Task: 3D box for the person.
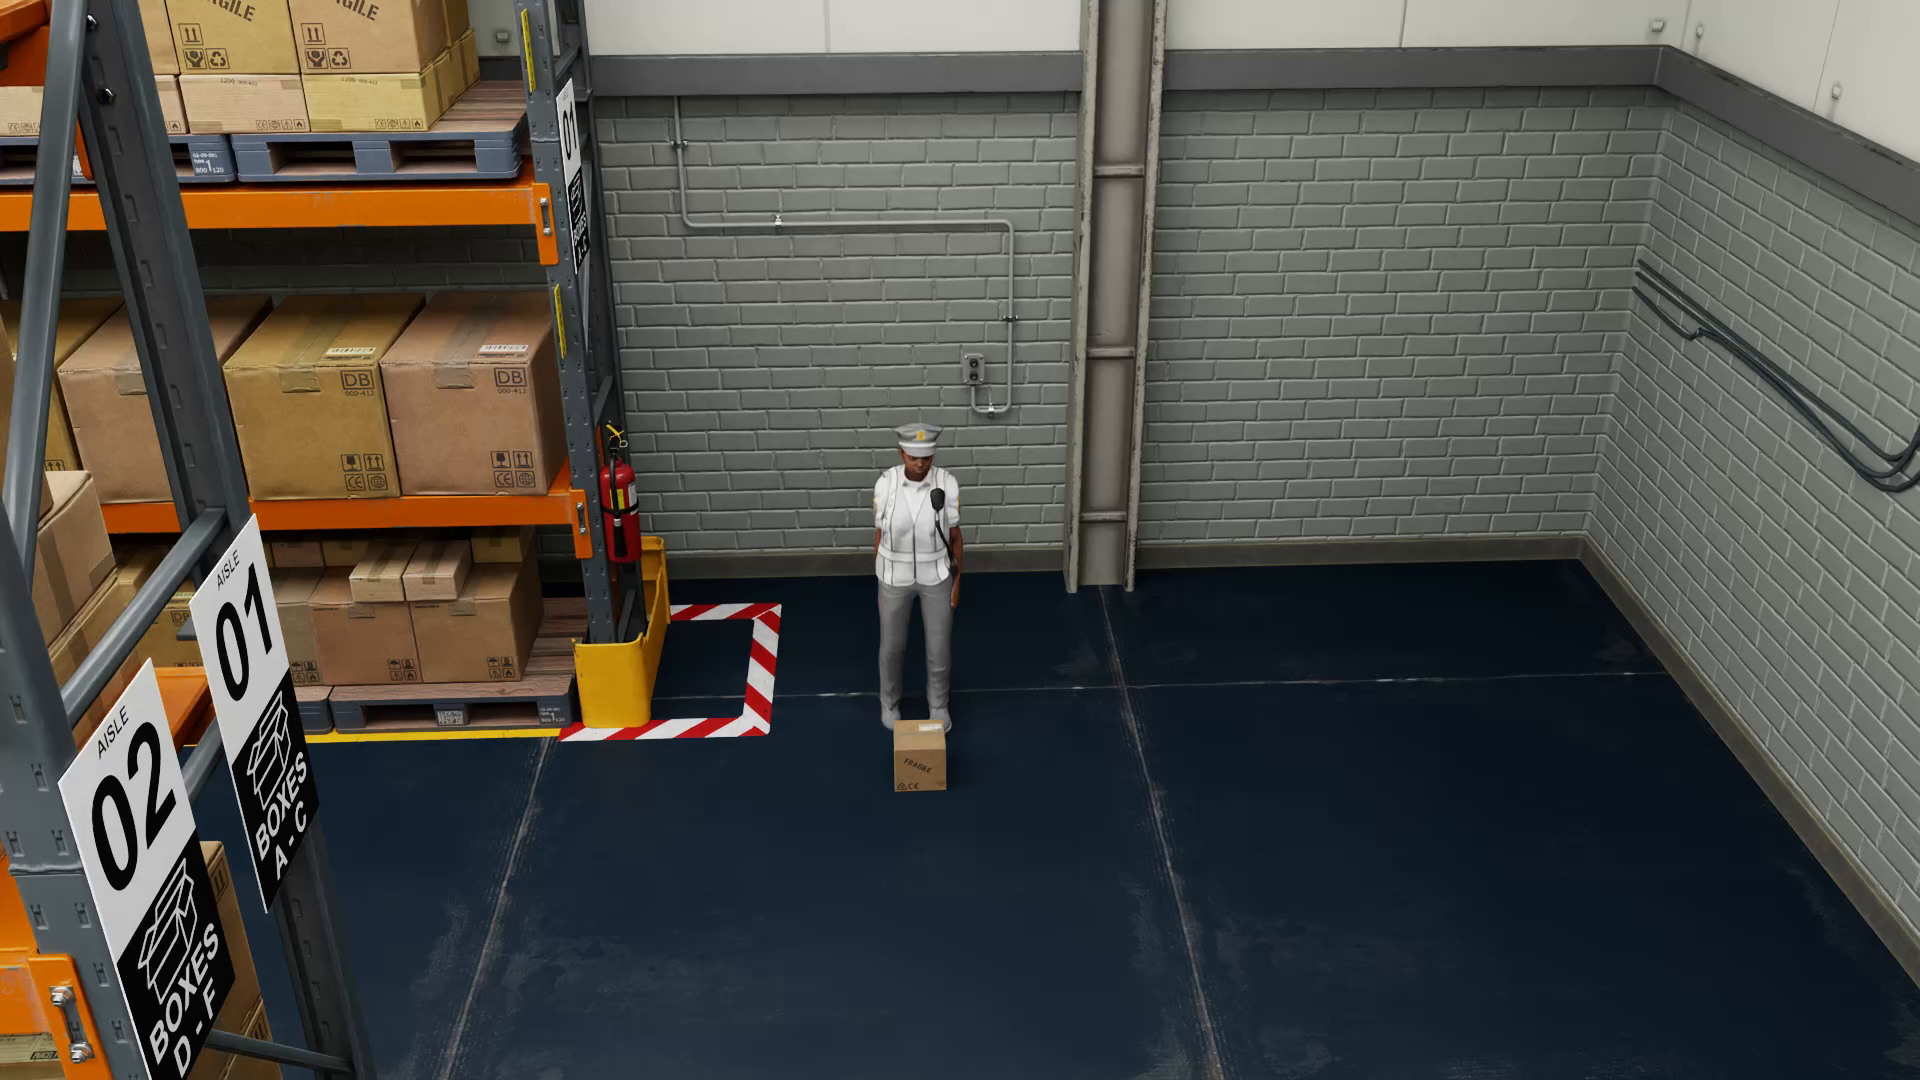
[{"bbox_3d":[-5.070,2.521,3.682,10.475,1.882,10.277,-1,28,-2],"label":"person"}]
